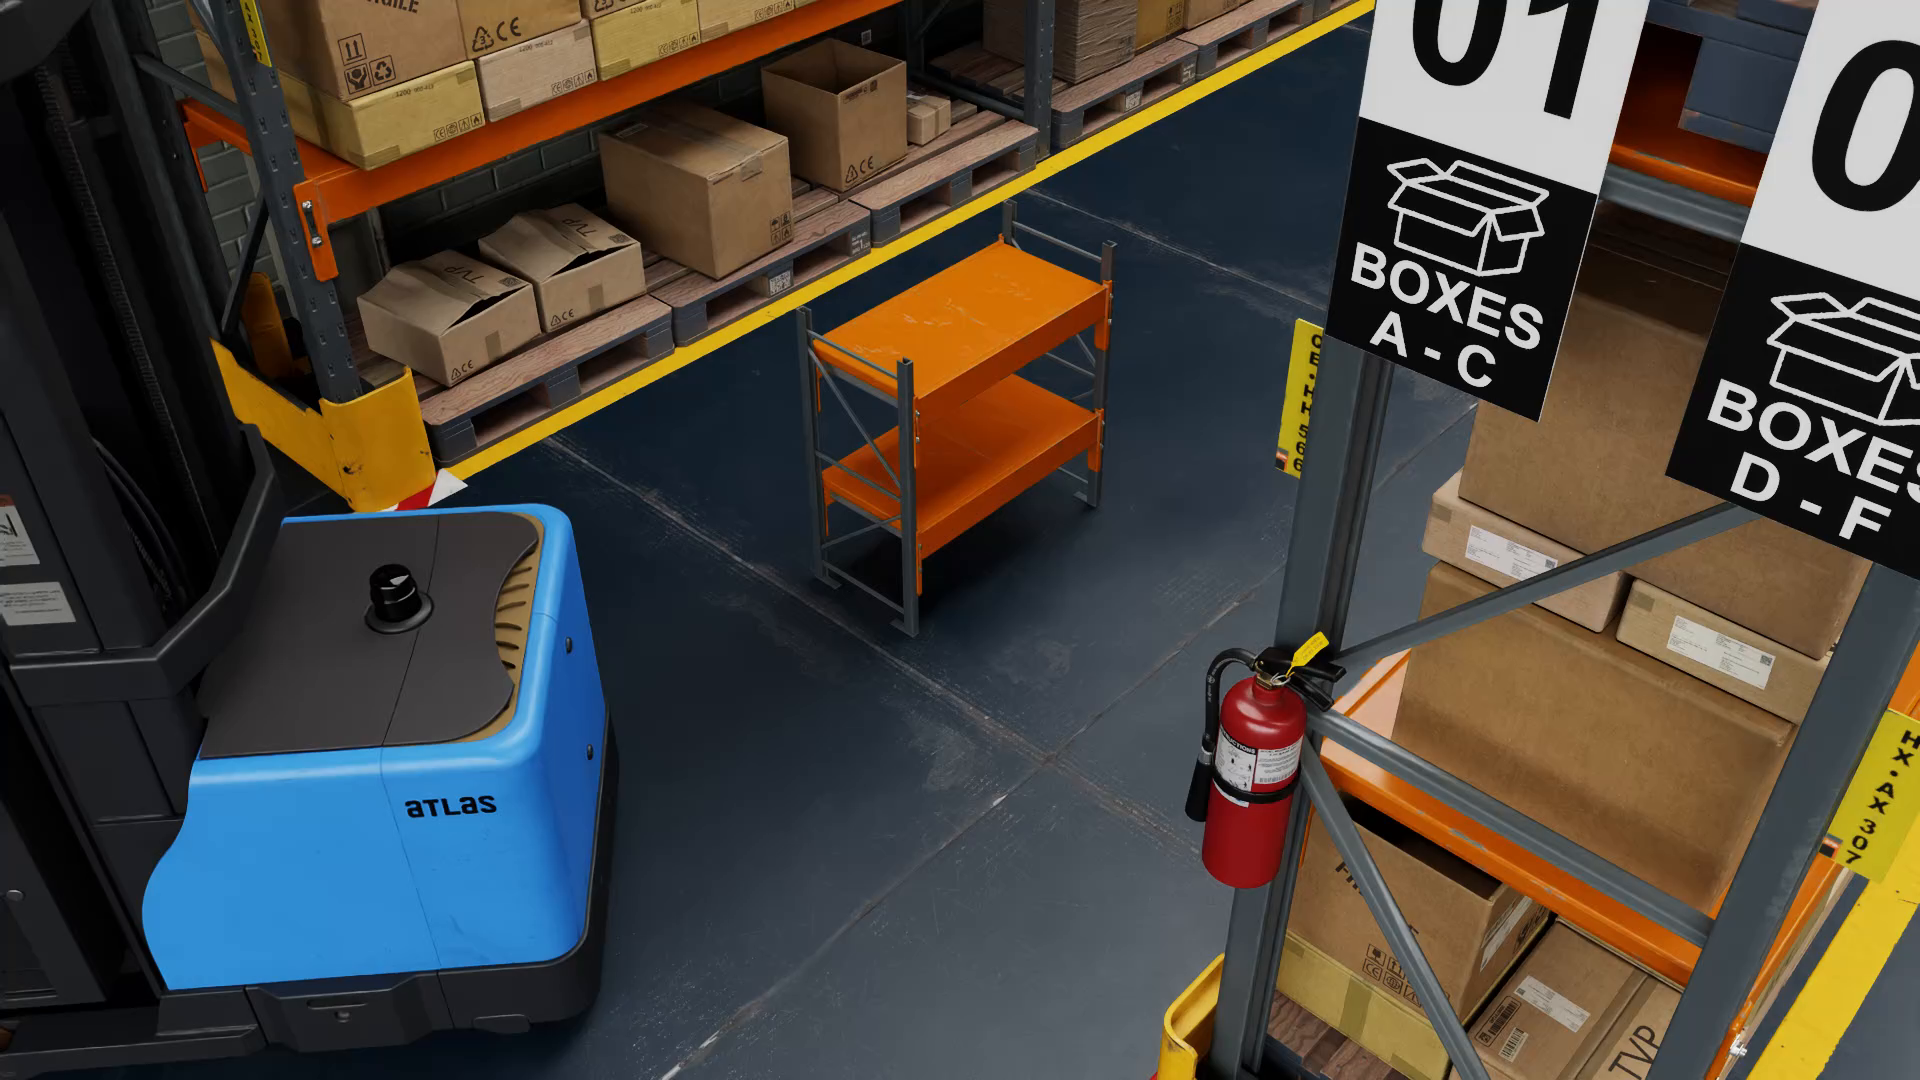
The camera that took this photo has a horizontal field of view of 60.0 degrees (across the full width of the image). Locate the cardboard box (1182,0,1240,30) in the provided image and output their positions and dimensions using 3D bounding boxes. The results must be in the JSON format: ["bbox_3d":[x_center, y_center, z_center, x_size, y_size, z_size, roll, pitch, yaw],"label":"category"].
[{"bbox_3d":[1.236,-3.396,9.766,0.700,0.500,0.500,30,47,32],"label":"cardboard box"}]

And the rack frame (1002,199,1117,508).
[{"bbox_3d":[0.348,-0.677,6.198,0.500,1.125,0.032,30,47,32],"label":"rack frame"}]

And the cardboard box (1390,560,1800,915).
[{"bbox_3d":[1.351,0.286,3.399,0.700,0.500,0.500,30,47,32],"label":"cardboard box"}]

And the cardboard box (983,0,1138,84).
[{"bbox_3d":[0.550,-2.920,9.167,0.700,0.500,0.500,31,48,33],"label":"cardboard box"}]

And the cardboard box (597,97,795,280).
[{"bbox_3d":[-1.183,-1.595,7.501,0.700,0.500,0.500,27,46,29],"label":"cardboard box"}]

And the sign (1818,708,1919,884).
[{"bbox_3d":[1.432,0.401,2.577,0.100,0.325,0.005,30,47,32],"label":"sign"}]

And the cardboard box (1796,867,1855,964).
[{"bbox_3d":[2.225,0.833,4.664,0.500,0.250,0.500,30,47,32],"label":"cardboard box"}]

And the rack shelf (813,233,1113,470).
[{"bbox_3d":[0.005,-0.672,5.722,0.538,0.278,1.000,30,47,32],"label":"rack shelf"}]

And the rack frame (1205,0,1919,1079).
[{"bbox_3d":[1.024,0.533,3.169,0.949,2.616,0.053,30,47,32],"label":"rack frame"}]

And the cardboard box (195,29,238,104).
[{"bbox_3d":[-2.460,-1.789,6.194,0.500,0.250,0.500,30,48,32],"label":"cardboard box"}]

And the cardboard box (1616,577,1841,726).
[{"bbox_3d":[1.450,0.152,3.048,0.380,0.149,0.250,29,47,32],"label":"cardboard box"}]

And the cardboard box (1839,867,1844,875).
[{"bbox_3d":[2.216,0.534,4.437,0.500,0.500,0.500,30,47,32],"label":"cardboard box"}]

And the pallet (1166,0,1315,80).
[{"bbox_3d":[1.413,-3.211,10.119,1.003,0.211,1.213,30,47,32],"label":"pallet"}]

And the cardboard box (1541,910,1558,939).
[{"bbox_3d":[1.499,0.841,4.654,0.500,0.250,0.500,30,47,32],"label":"cardboard box"}]

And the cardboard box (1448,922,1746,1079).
[{"bbox_3d":[1.552,1.294,4.085,0.500,0.250,0.500,30,47,32],"label":"cardboard box"}]

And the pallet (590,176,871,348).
[{"bbox_3d":[-1.184,-1.403,7.845,1.003,0.211,1.213,30,47,32],"label":"pallet"}]

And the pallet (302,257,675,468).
[{"bbox_3d":[-2.007,-0.845,7.144,1.003,0.211,1.213,30,47,32],"label":"pallet"}]

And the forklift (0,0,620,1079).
[{"bbox_3d":[-2.541,-0.032,3.935,3.031,2.935,1.130,-3,39,-4],"label":"forklift"}]

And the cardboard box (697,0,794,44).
[{"bbox_3d":[-1.038,-2.291,6.825,0.500,0.250,0.500,30,47,32],"label":"cardboard box"}]

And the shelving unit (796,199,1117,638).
[{"bbox_3d":[0.005,-0.443,5.904,0.538,1.125,1.048,30,47,32],"label":"shelving unit"}]

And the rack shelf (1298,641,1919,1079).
[{"bbox_3d":[2.376,-0.103,4.547,1.077,0.370,4.000,30,47,32],"label":"rack shelf"}]

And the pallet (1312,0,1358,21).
[{"bbox_3d":[2.236,-3.769,10.820,1.003,0.211,1.213,30,47,32],"label":"pallet"}]

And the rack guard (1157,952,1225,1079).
[{"bbox_3d":[1.010,1.524,3.932,1.175,0.500,0.348,30,47,32],"label":"rack guard"}]

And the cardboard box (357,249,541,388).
[{"bbox_3d":[-2.099,-0.943,6.833,0.500,0.311,0.500,24,44,27],"label":"cardboard box"}]

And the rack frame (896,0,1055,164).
[{"bbox_3d":[0.066,-3.381,8.092,1.000,3.000,0.127,30,47,32],"label":"rack frame"}]

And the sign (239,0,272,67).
[{"bbox_3d":[-2.232,-1.655,5.225,0.100,0.325,0.005,30,47,32],"label":"sign"}]

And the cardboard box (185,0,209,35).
[{"bbox_3d":[-2.472,-2.092,5.973,0.500,0.500,0.500,29,47,31],"label":"cardboard box"}]

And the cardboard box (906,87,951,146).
[{"bbox_3d":[-0.273,-2.186,8.512,0.380,0.166,0.250,23,44,27],"label":"cardboard box"}]

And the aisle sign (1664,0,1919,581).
[{"bbox_3d":[1.208,-0.324,2.159,0.394,0.787,0.004,30,47,32],"label":"aisle sign"}]

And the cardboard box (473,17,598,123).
[{"bbox_3d":[-1.729,-1.828,6.243,0.500,0.250,0.500,28,46,31],"label":"cardboard box"}]

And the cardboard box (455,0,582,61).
[{"bbox_3d":[-1.748,-2.102,5.986,0.500,0.500,0.500,30,47,32],"label":"cardboard box"}]

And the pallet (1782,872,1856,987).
[{"bbox_3d":[2.335,0.699,5.201,1.003,0.211,1.213,30,47,32],"label":"pallet"}]
